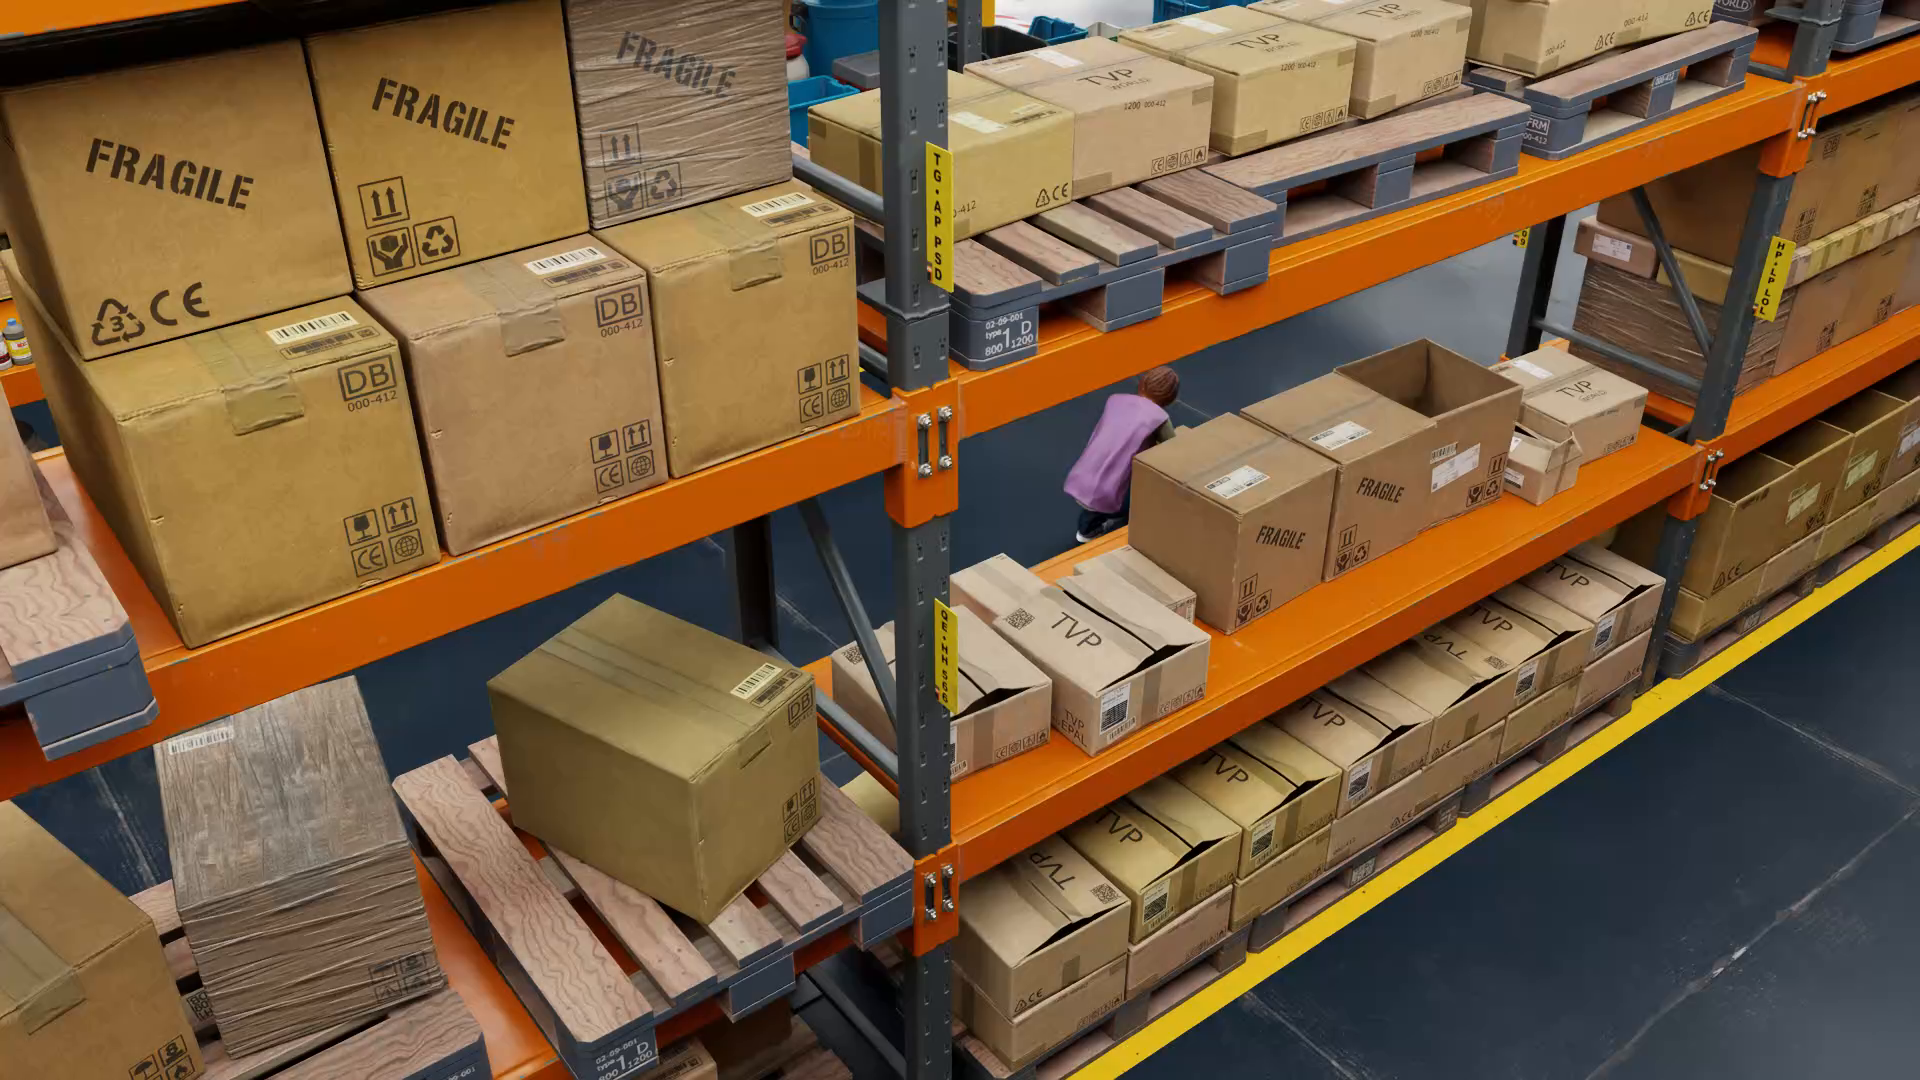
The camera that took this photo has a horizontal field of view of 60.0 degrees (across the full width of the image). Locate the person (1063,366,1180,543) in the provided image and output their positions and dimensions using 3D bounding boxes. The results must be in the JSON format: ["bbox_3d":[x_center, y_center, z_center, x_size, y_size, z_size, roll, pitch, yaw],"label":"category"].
[{"bbox_3d":[0.878,-0.388,8.429,0.811,0.877,0.449,-23,39,-31],"label":"person"}]
